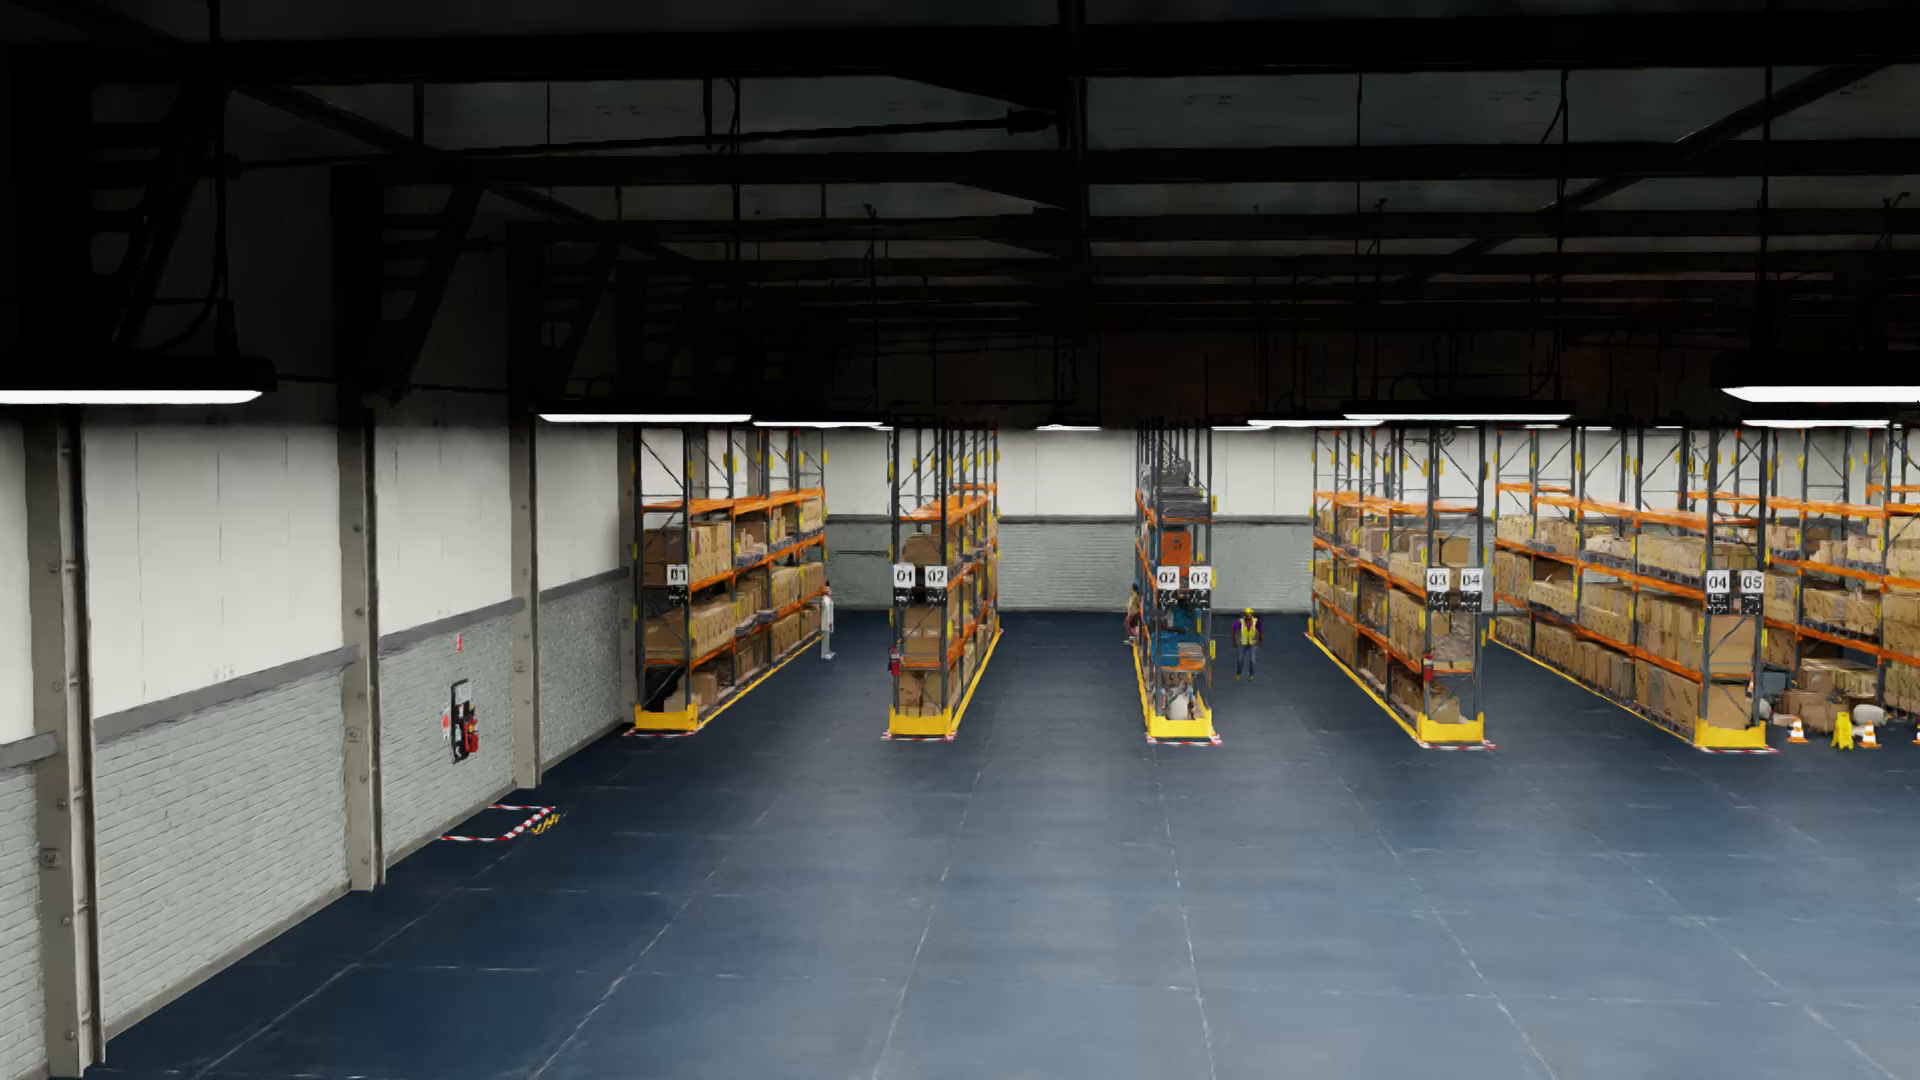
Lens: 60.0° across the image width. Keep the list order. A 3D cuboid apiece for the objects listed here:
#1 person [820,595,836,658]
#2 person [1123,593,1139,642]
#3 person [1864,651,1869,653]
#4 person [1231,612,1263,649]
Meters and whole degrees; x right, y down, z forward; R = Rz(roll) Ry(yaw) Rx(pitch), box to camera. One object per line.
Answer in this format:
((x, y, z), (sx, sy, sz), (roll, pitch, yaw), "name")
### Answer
((-3.323, 2.178, 42.007), (0.448, 1.565, 0.678), (-1, 4, -14), "person")
((4.609, 2.071, 44.348), (0.452, 1.332, 0.484), (2, 4, 24), "person")
((23.436, 2.118, 42.796), (0.373, 1.601, 0.477), (-2, 4, -23), "person")
((6.124, 1.955, 39.362), (1.798, 0.946, 2.781), (0, 4, 3), "person")
